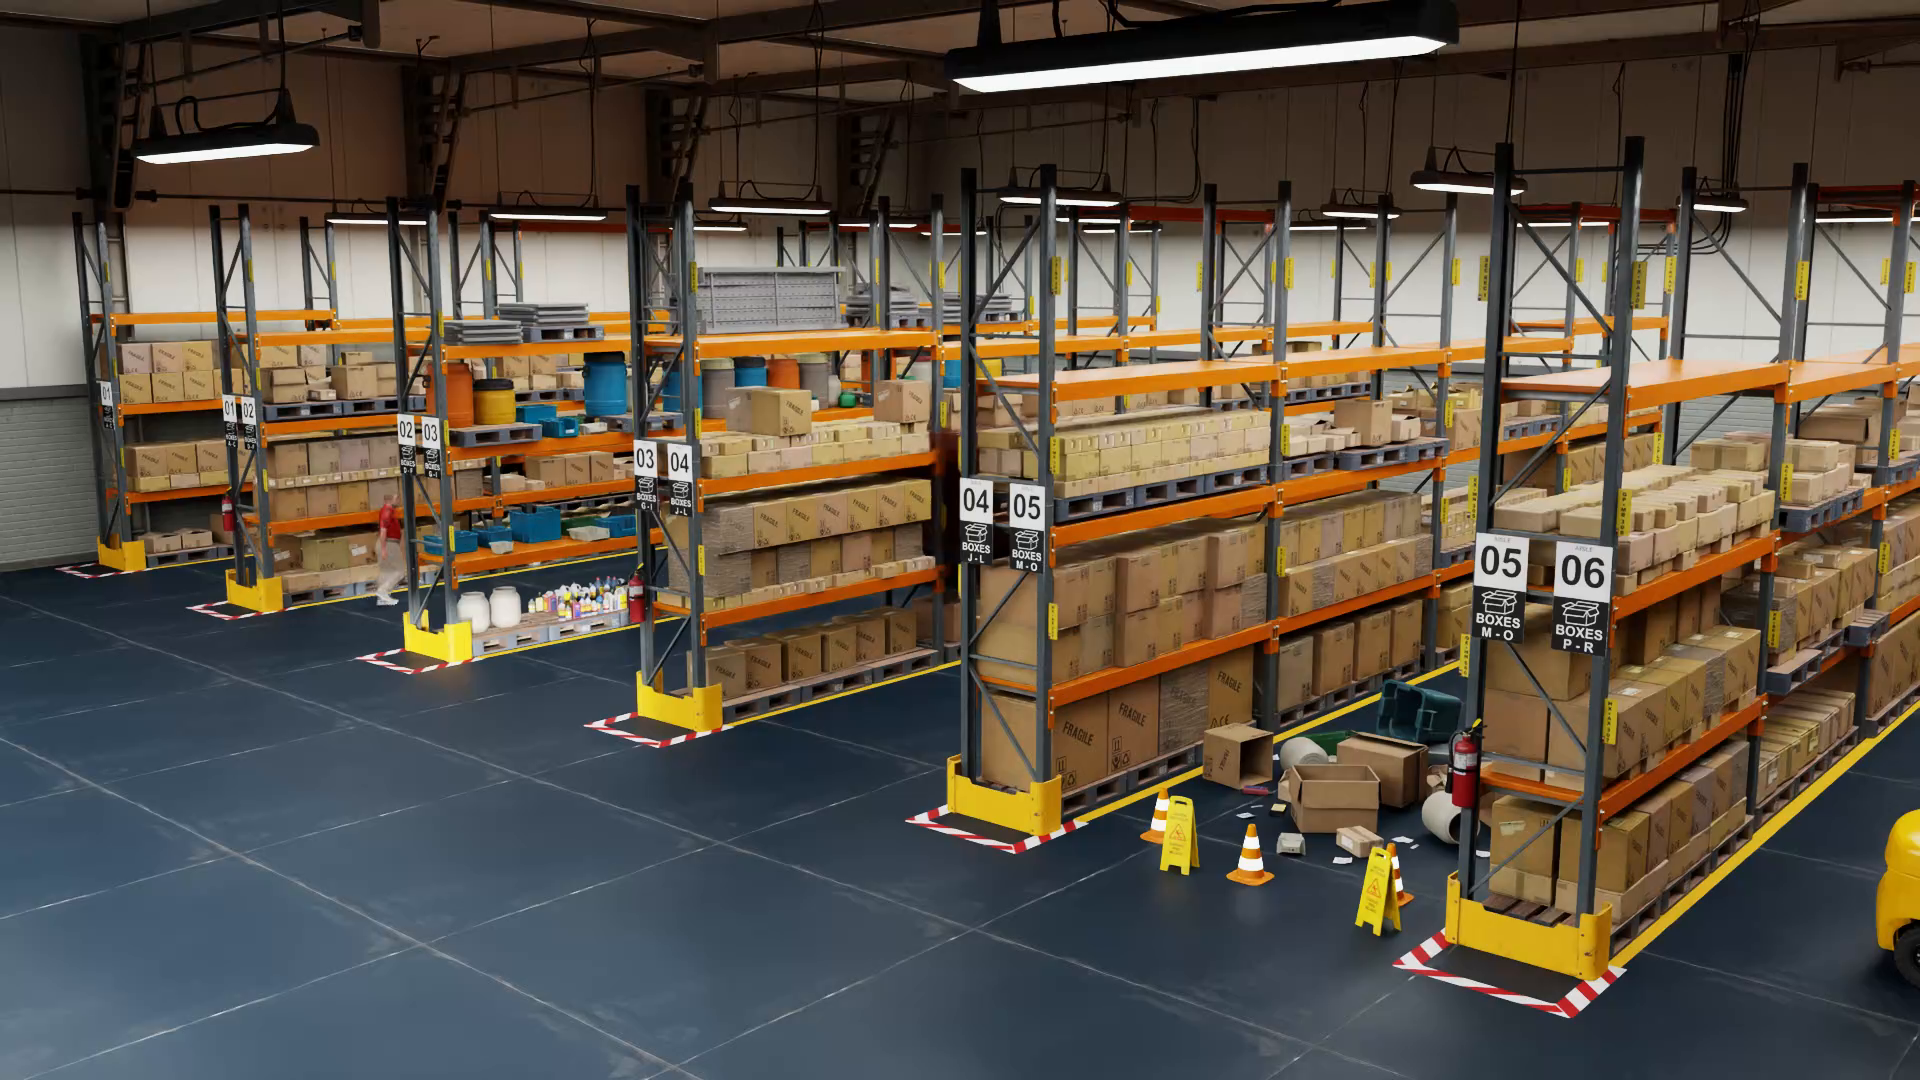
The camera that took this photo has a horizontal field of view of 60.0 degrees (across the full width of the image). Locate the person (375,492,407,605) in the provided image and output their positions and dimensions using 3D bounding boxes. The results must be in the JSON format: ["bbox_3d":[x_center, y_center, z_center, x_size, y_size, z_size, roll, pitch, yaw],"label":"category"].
[{"bbox_3d":[-8.716,0.133,25.248,0.493,1.715,0.598,-7,12,-37],"label":"person"}]
